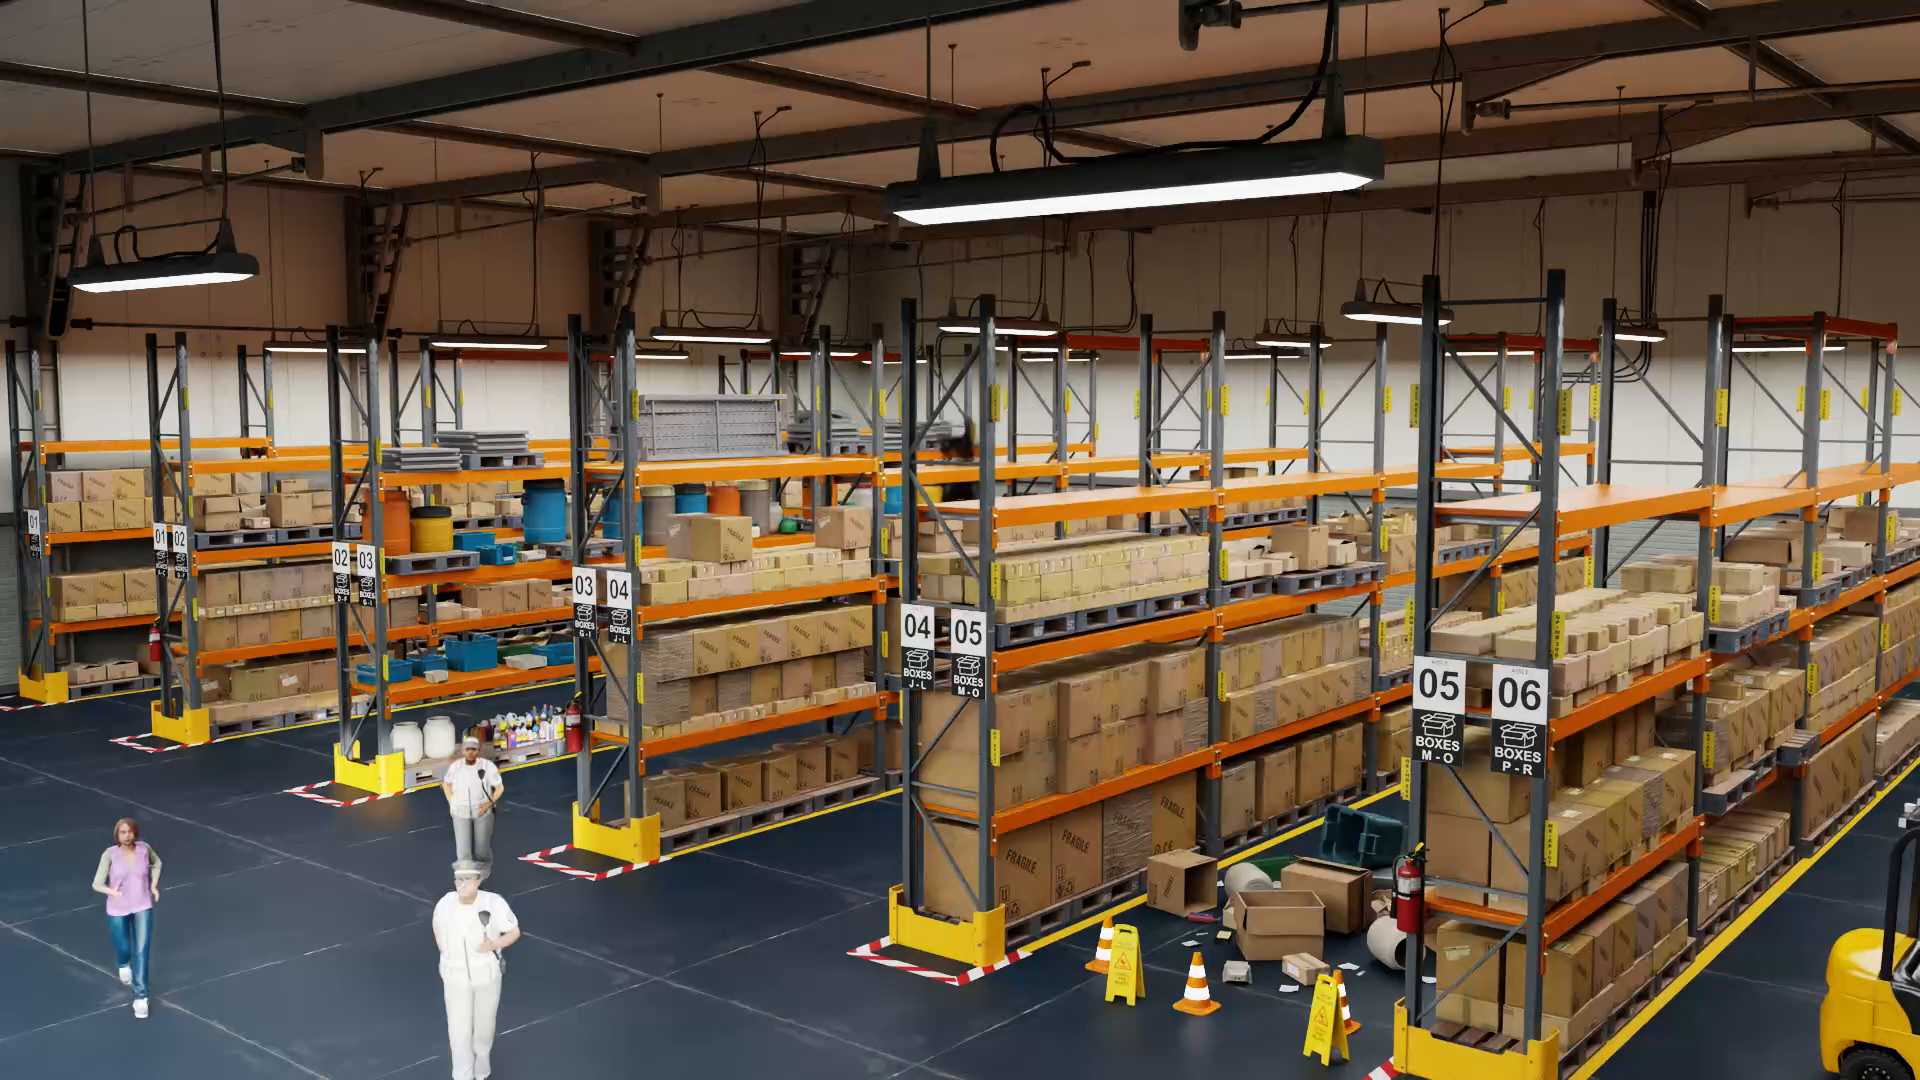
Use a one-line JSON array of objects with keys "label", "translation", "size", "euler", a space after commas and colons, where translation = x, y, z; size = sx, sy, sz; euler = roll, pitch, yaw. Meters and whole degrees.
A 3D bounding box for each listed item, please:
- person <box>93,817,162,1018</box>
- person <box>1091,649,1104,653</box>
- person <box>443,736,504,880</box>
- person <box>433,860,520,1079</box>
[{"label": "person", "translation": [-6.947, 3.104, 13.917], "size": [0.538, 1.592, 0.877], "euler": [-3, 6, -31]}, {"label": "person", "translation": [1.887, 2.238, 22.745], "size": [0.742, 1.750, 0.934], "euler": [4, 6, 38]}, {"label": "person", "translation": [-4.988, 2.830, 17.059], "size": [0.617, 1.655, 0.775], "euler": [-1, 5, -10]}, {"label": "person", "translation": [-3.525, 3.197, 12.121], "size": [0.636, 1.831, 0.852], "euler": [-1, 5, -12]}]
